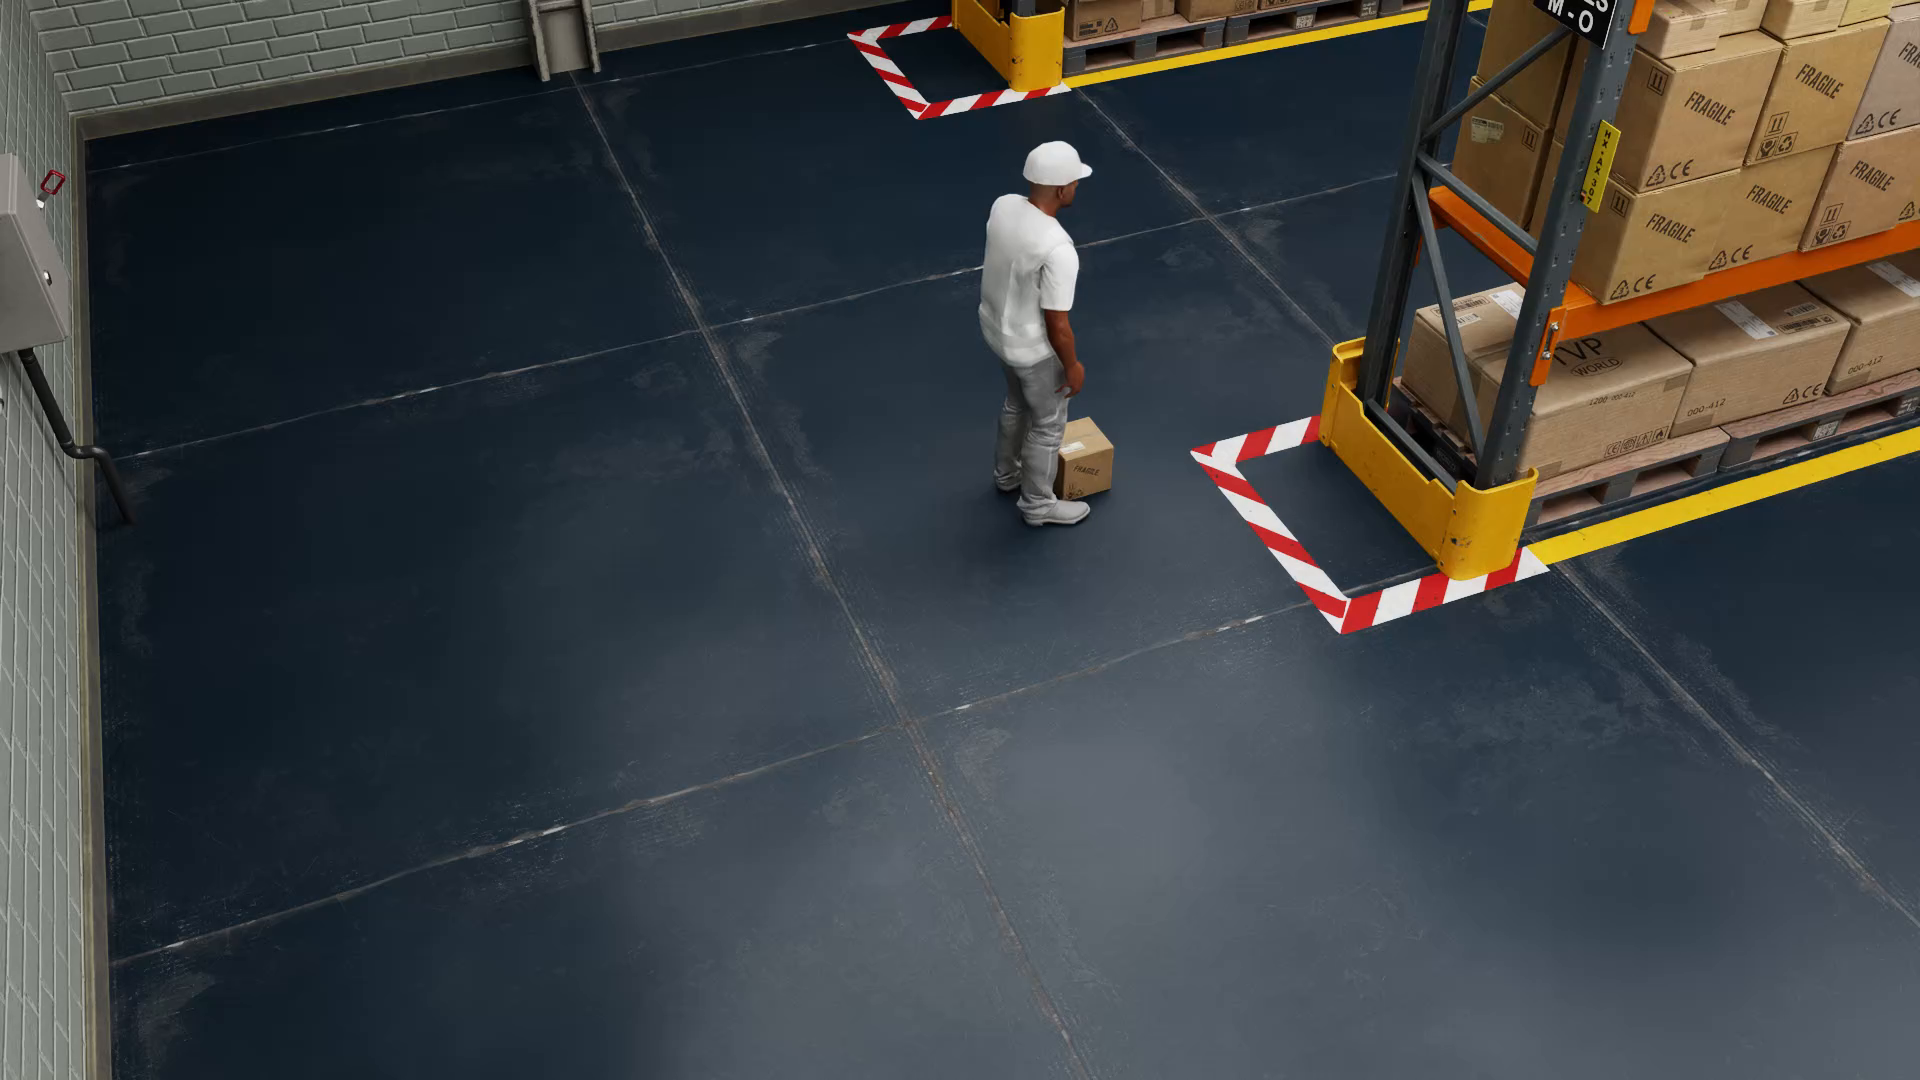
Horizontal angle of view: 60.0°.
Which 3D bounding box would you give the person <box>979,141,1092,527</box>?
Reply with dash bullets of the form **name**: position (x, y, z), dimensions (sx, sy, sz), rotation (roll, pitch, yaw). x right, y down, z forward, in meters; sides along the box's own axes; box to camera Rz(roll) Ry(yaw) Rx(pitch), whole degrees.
- **person**: position (0.329, -0.882, 7.142), dimensions (0.454, 1.761, 0.635), rotation (-18, 44, -19)
